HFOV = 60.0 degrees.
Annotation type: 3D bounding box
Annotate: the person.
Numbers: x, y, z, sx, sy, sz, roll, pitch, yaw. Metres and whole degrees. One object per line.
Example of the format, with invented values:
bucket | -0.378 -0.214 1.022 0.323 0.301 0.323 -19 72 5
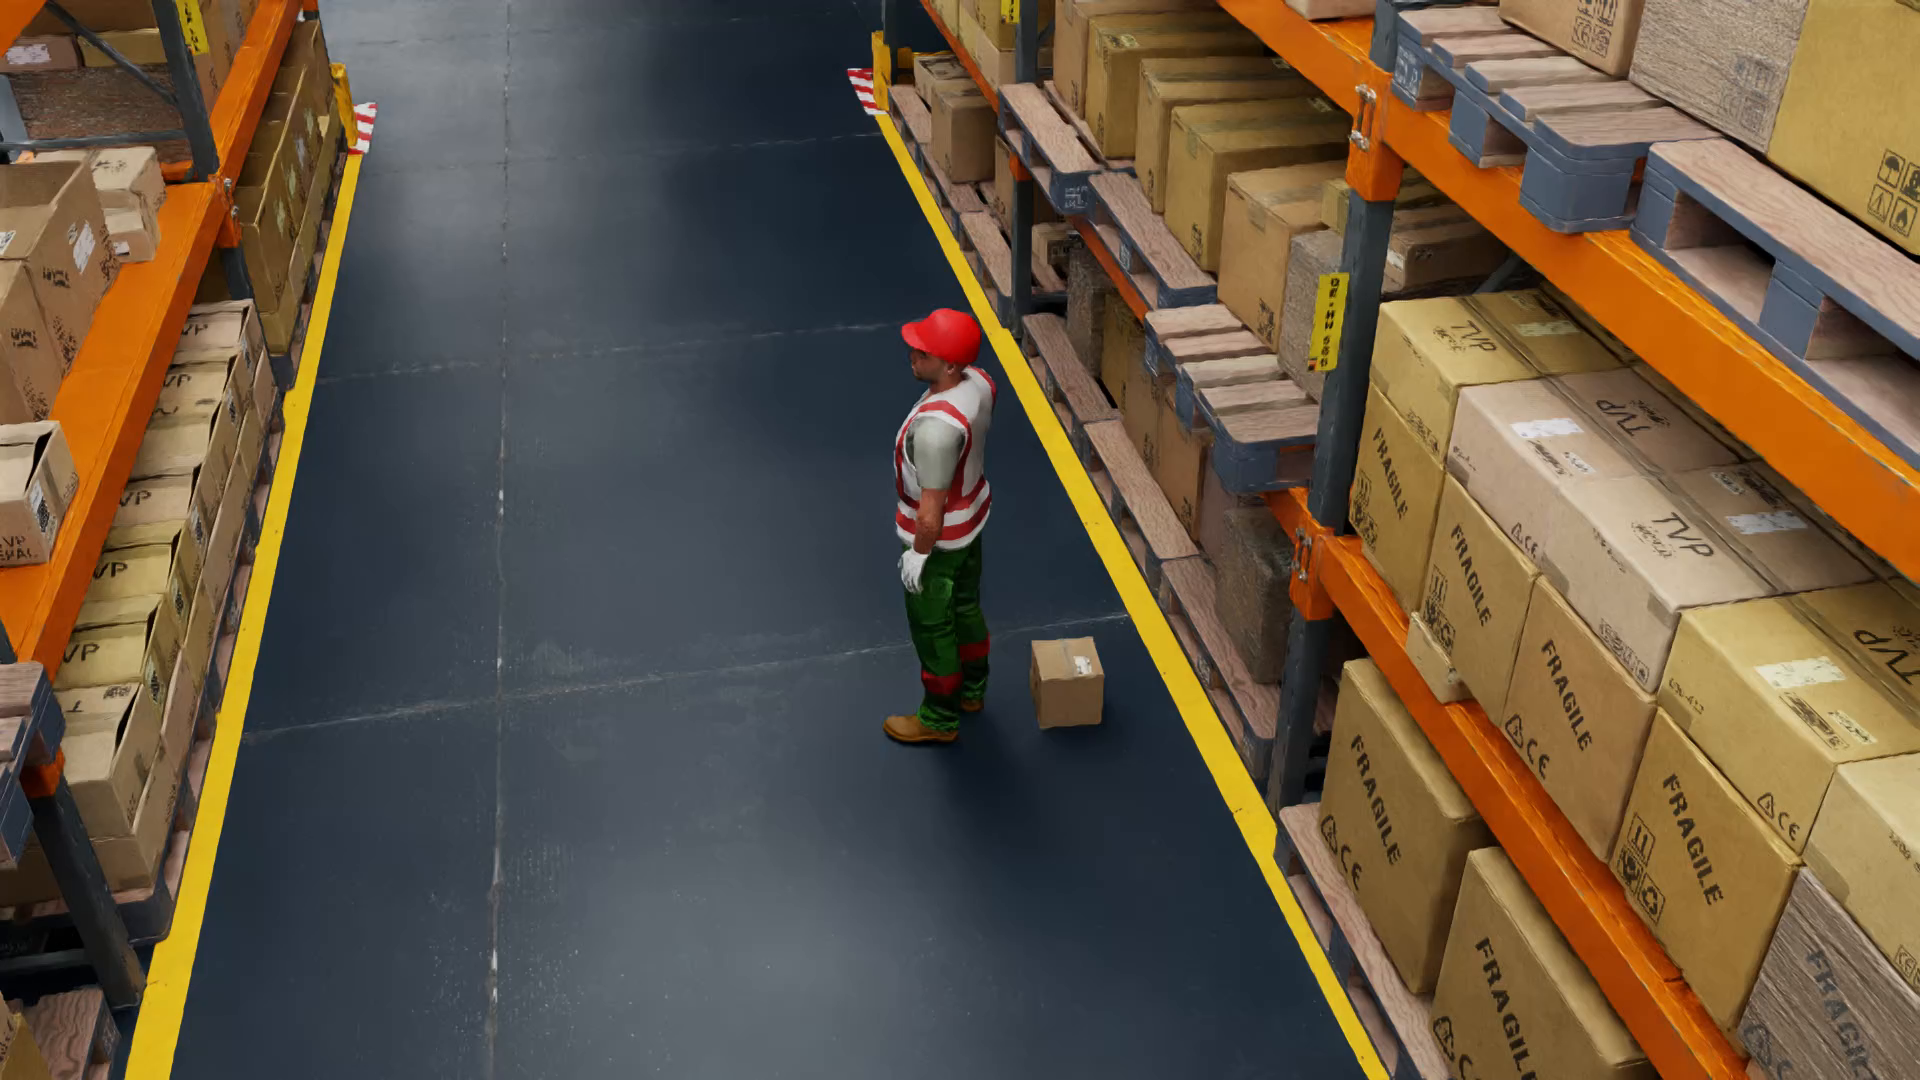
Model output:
person | -0.077 -0.048 6.159 0.354 1.800 0.541 13 36 18
